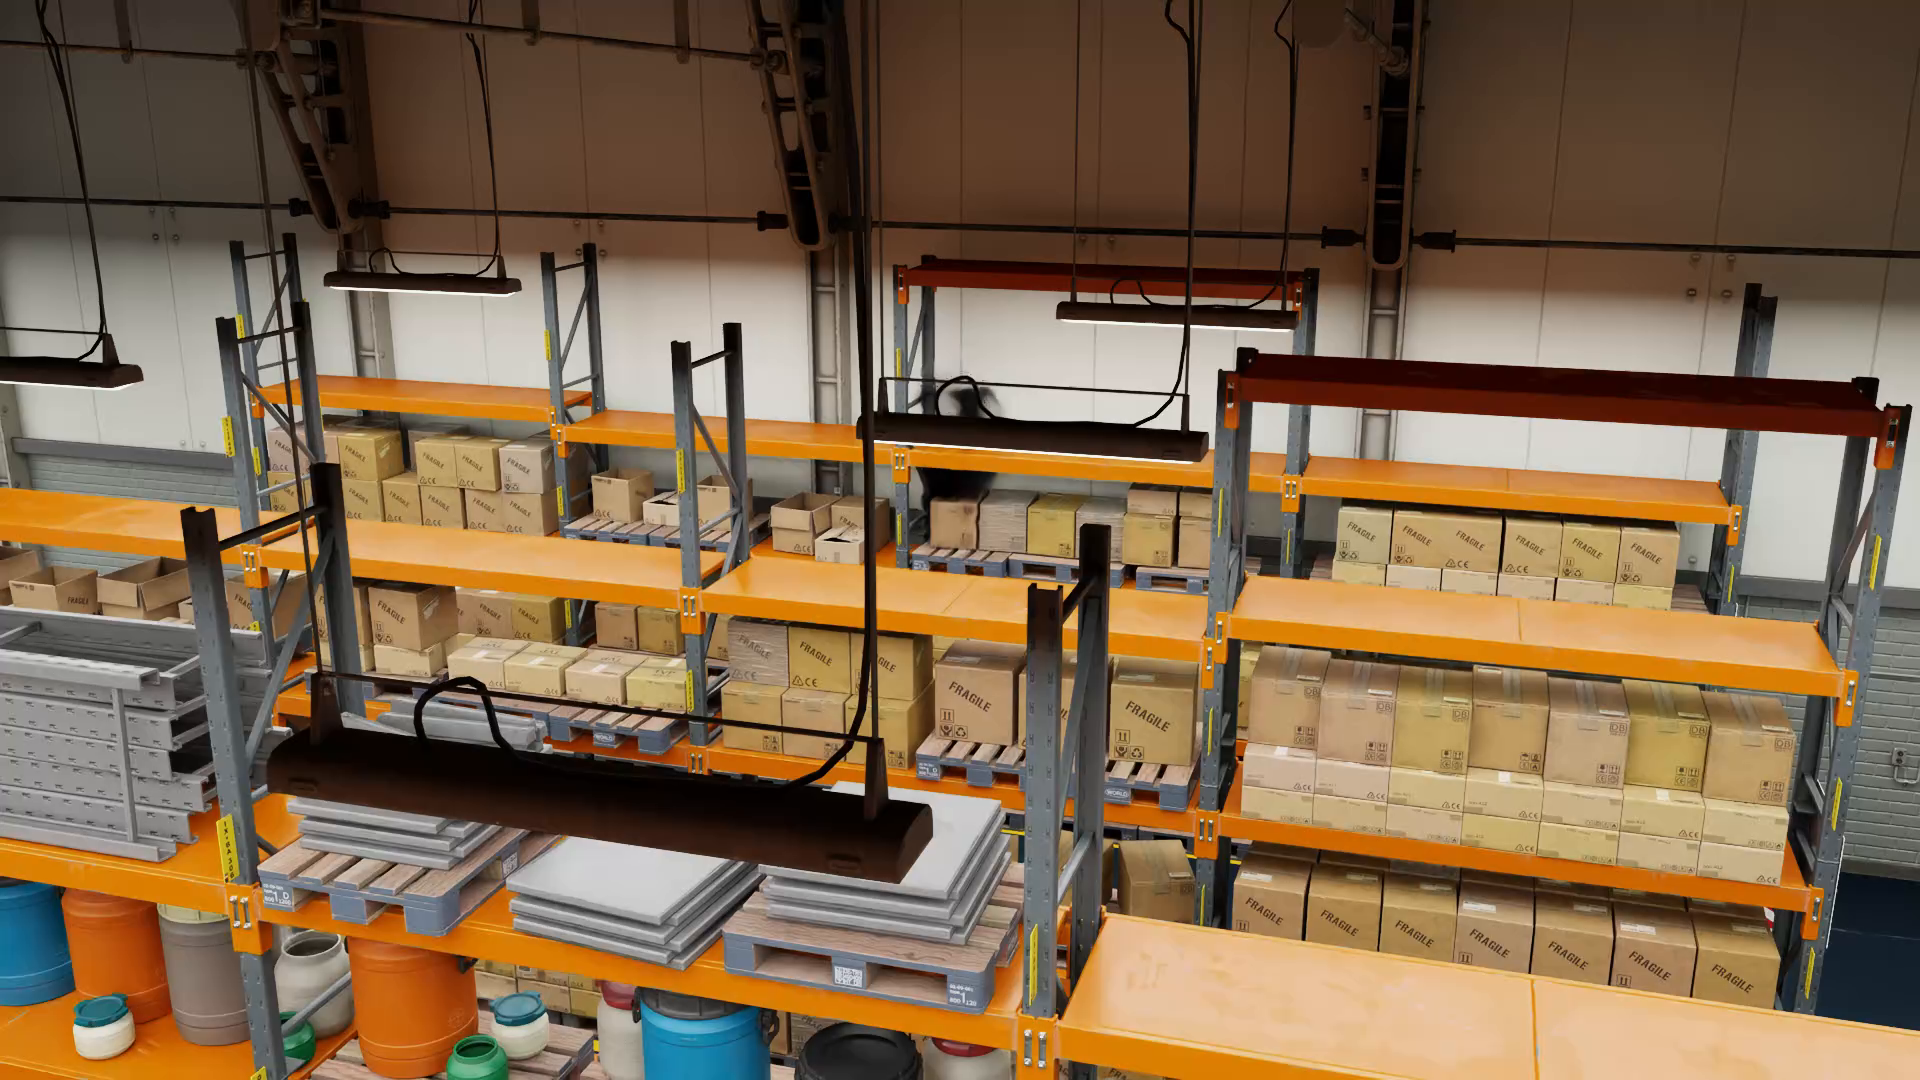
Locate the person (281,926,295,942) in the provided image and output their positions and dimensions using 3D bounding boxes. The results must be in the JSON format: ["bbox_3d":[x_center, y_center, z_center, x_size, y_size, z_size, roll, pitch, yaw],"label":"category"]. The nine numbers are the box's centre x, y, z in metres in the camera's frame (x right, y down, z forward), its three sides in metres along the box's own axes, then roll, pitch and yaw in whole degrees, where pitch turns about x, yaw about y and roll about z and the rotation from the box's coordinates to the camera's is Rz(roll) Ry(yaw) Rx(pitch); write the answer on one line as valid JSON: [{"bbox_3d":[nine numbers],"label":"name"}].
[{"bbox_3d":[-5.119,3.747,12.703,0.789,1.764,0.577,2,16,7],"label":"person"}]
